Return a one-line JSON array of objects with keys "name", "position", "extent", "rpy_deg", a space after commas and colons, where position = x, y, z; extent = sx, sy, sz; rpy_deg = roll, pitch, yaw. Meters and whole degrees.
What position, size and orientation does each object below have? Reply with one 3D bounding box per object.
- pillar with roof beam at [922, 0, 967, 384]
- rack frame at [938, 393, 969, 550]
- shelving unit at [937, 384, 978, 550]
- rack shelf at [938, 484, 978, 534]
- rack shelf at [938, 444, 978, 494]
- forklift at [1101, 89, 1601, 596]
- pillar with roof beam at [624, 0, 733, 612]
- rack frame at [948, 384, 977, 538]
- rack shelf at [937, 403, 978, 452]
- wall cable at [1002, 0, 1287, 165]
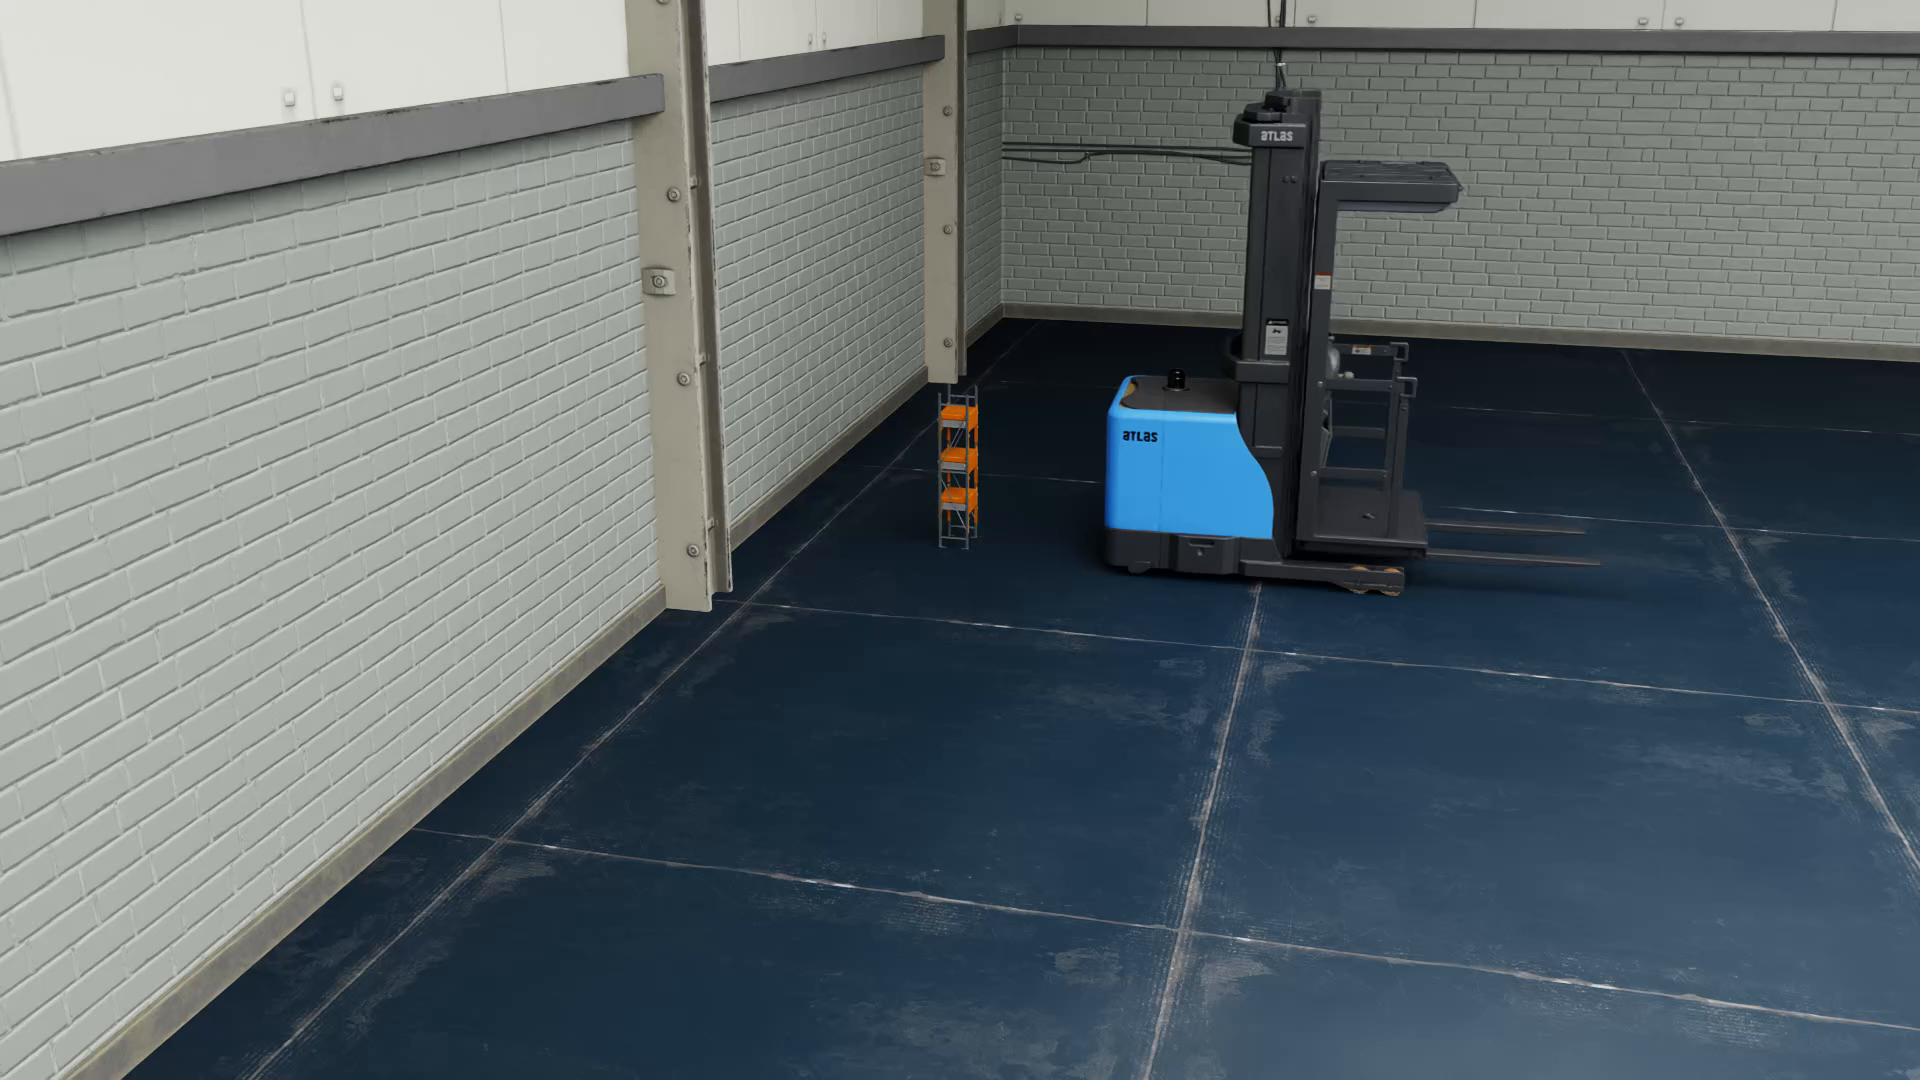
[{"name": "pillar with roof beam", "position": [4.039, -5.443, 13.202], "extent": [9.100, 9.000, 0.400], "rpy_deg": [5, 19, 13]}, {"name": "rack frame", "position": [-0.043, -0.442, 10.857], "extent": [0.200, 1.050, 0.008], "rpy_deg": [5, 19, 13]}, {"name": "shelving unit", "position": [-0.013, -0.480, 10.969], "extent": [0.215, 1.050, 0.252], "rpy_deg": [5, 19, 13]}, {"name": "rack shelf", "position": [-0.013, -0.207, 11.062], "extent": [0.215, 0.259, 0.240], "rpy_deg": [5, 19, 13]}, {"name": "rack shelf", "position": [-0.013, -0.470, 10.972], "extent": [0.215, 0.259, 0.240], "rpy_deg": [5, 19, 13]}, {"name": "forklift", "position": [2.468, -1.232, 10.260], "extent": [3.031, 2.935, 1.130], "rpy_deg": [4, 19, 11]}, {"name": "pillar with roof beam", "position": [2.573, -3.563, 7.697], "extent": [9.100, 9.000, 0.400], "rpy_deg": [5, 19, 13]}, {"name": "rack frame", "position": [0.017, -0.518, 11.081], "extent": [0.200, 1.050, 0.008], "rpy_deg": [5, 19, 13]}, {"name": "rack shelf", "position": [-0.013, -0.739, 10.880], "extent": [0.215, 0.259, 0.240], "rpy_deg": [5, 19, 13]}, {"name": "wall cable", "position": [1.867, -5.133, 17.097], "extent": [3.097, 2.526, 0.112], "rpy_deg": [5, 19, 13]}]
